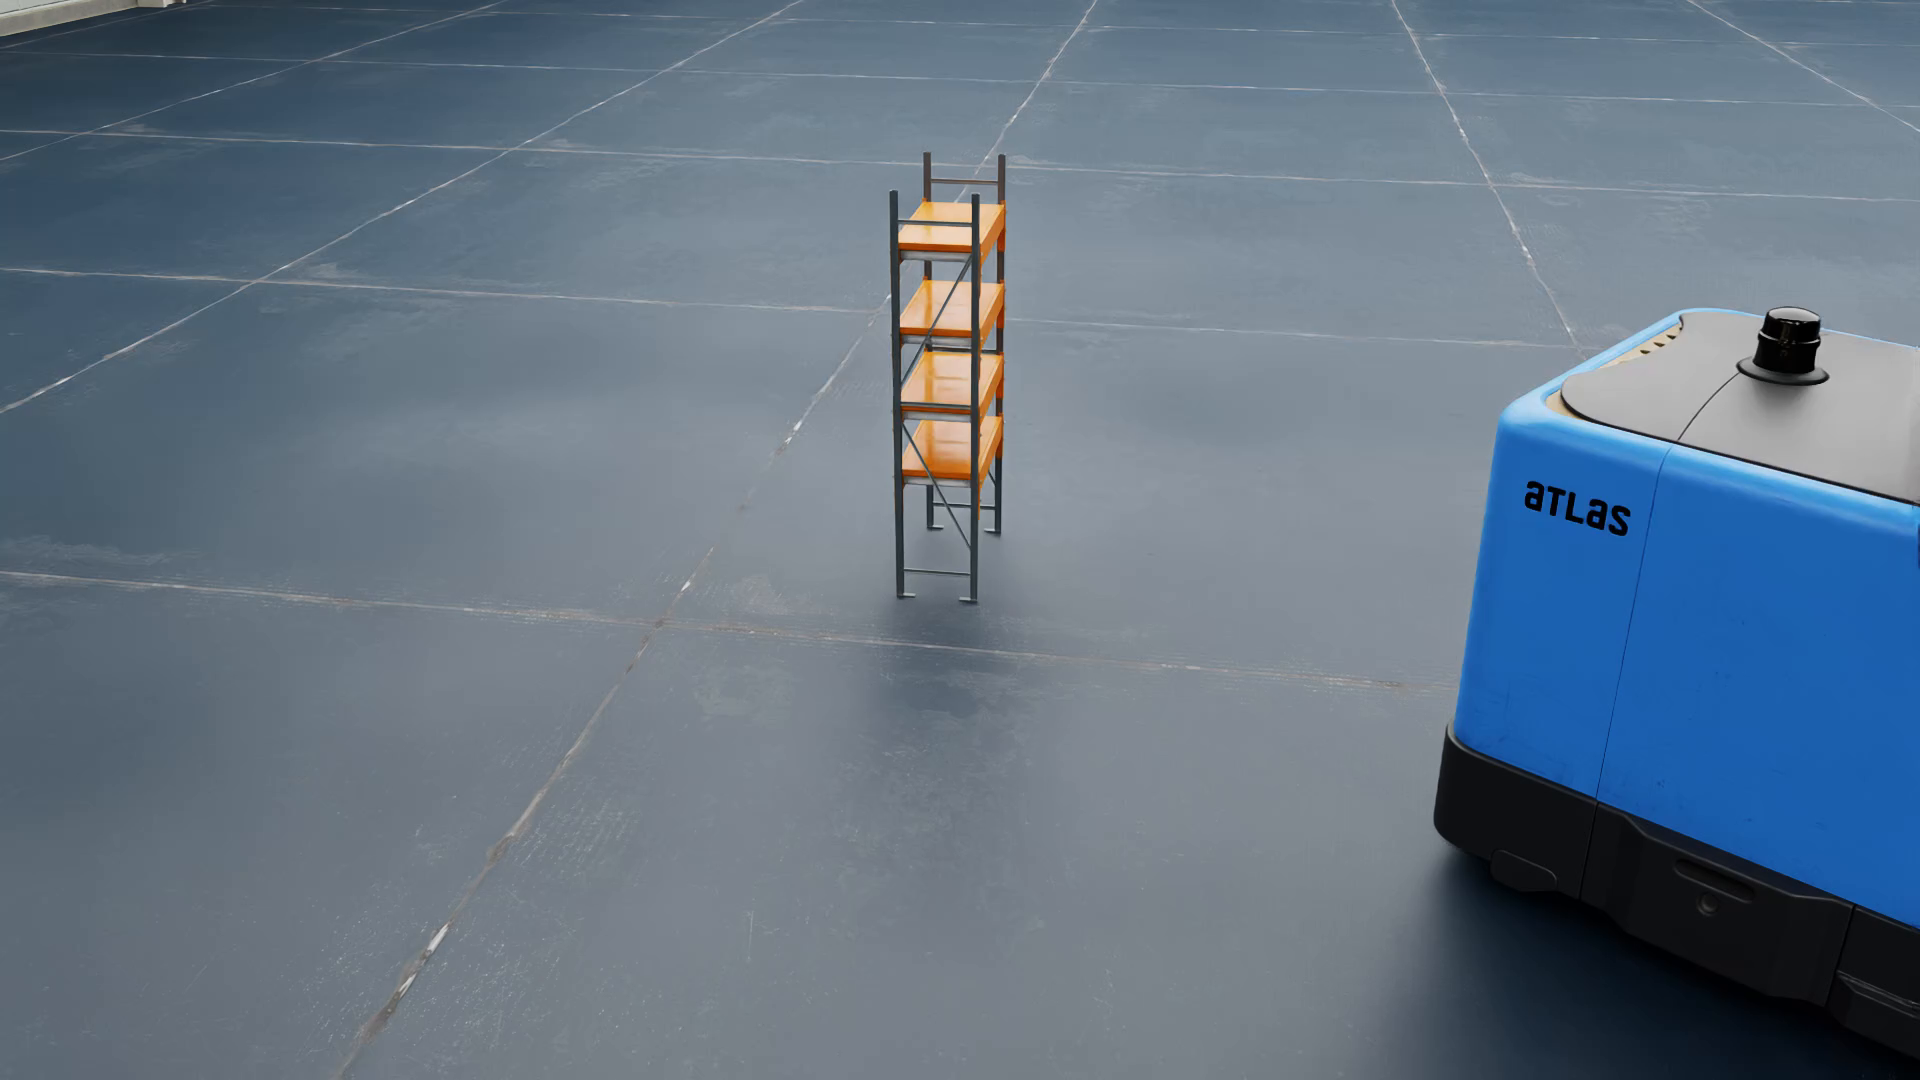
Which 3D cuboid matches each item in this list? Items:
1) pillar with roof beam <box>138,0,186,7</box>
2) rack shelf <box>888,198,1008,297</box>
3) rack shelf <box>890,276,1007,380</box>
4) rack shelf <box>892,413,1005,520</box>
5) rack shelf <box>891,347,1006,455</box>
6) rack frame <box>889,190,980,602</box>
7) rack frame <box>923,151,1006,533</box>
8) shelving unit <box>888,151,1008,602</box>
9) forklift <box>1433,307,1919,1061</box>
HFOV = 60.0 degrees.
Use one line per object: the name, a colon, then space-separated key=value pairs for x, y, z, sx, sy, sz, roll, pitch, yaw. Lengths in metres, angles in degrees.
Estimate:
pillar with roof beam: x=-3.839 y=-9.200 z=14.290 sx=9.100 sy=9.000 sz=0.400 roll=4 pitch=25 yaw=9
rack shelf: x=-0.027 y=-0.830 z=4.681 sx=0.258 sy=0.148 sz=0.480 roll=4 pitch=25 yaw=9
rack shelf: x=-0.027 y=-0.616 z=4.781 sx=0.258 sy=0.148 sz=0.480 roll=4 pitch=25 yaw=9
rack shelf: x=-0.027 y=-0.233 z=4.960 sx=0.258 sy=0.148 sz=0.480 roll=4 pitch=25 yaw=9
rack shelf: x=-0.027 y=-0.413 z=4.876 sx=0.258 sy=0.148 sz=0.480 roll=4 pitch=25 yaw=9
rack frame: x=-0.067 y=-0.372 z=4.630 sx=0.240 sy=1.200 sz=0.015 roll=4 pitch=25 yaw=9
rack frame: x=0.013 y=-0.576 z=5.066 sx=0.240 sy=1.200 sz=0.015 roll=4 pitch=25 yaw=9
shelving unit: x=-0.027 y=-0.474 z=4.848 sx=0.258 sy=1.200 sz=0.503 roll=4 pitch=25 yaw=9
forklift: x=2.479 y=-0.343 z=2.525 sx=3.031 sy=2.935 sz=1.130 roll=22 pitch=33 yaw=38
